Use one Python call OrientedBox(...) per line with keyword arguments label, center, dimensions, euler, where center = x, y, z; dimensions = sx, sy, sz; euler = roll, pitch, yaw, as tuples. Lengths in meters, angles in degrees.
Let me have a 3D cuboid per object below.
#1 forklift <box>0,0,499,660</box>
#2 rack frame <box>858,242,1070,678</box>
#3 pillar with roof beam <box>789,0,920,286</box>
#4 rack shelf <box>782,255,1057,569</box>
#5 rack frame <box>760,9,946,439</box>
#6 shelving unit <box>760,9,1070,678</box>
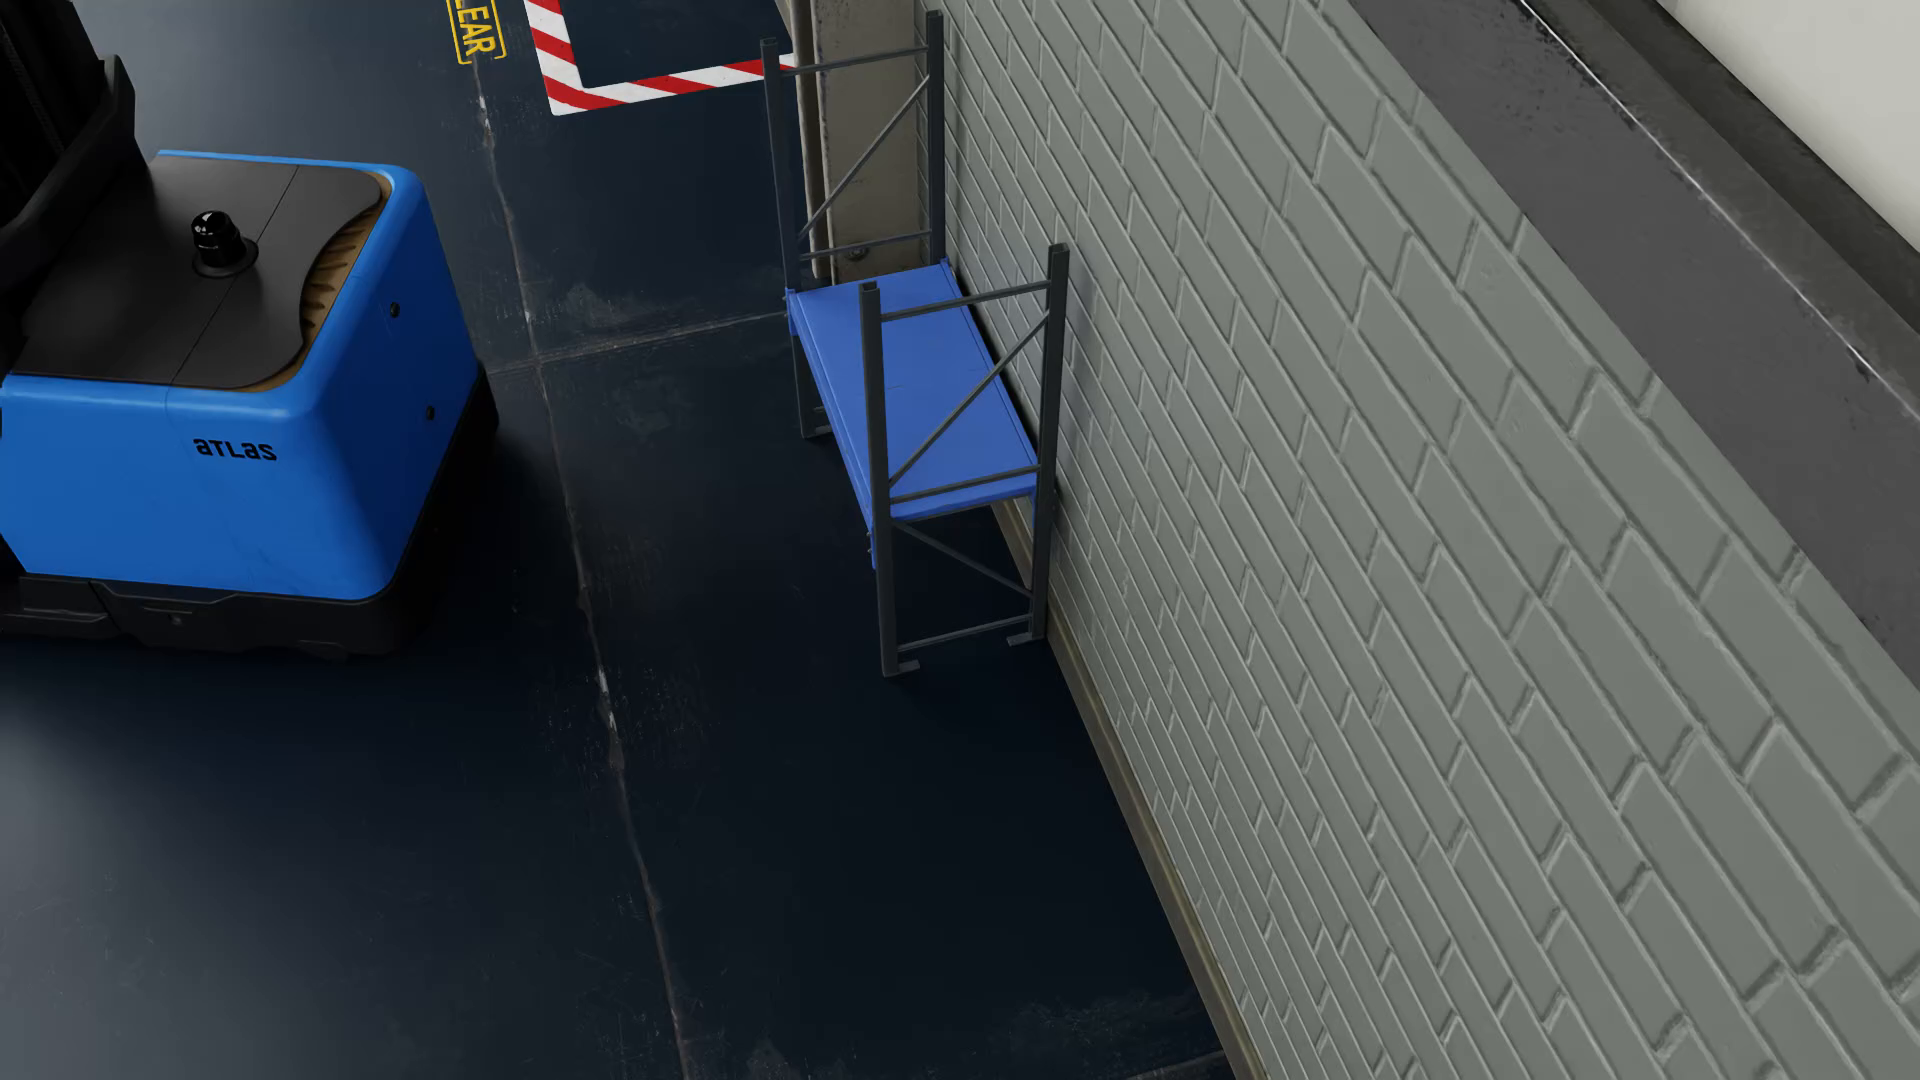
OrientedBox(label="forklift", center=(-3.070, -1.076, 4.240), dimensions=(3.031, 2.935, 1.130), euler=(5, 50, 4))
OrientedBox(label="rack frame", center=(0.012, -0.144, 4.390), dimensions=(0.500, 1.500, 0.032), euler=(-13, 51, -11))
OrientedBox(label="pillar with roof beam", center=(-4.448, -2.809, 1.733), dimensions=(9.100, 9.000, 0.400), euler=(-13, 51, -11))
OrientedBox(label="rack shelf", center=(-0.138, -0.399, 4.841), dimensions=(0.538, 0.185, 1.000), euler=(-13, 51, -11))
OrientedBox(label="rack frame", center=(-0.287, -0.886, 5.016), dimensions=(0.500, 1.500, 0.032), euler=(-13, 51, -11))
OrientedBox(label="shelving unit", center=(-0.138, -0.515, 4.703), dimensions=(0.538, 1.500, 1.048), euler=(-13, 51, -11))
